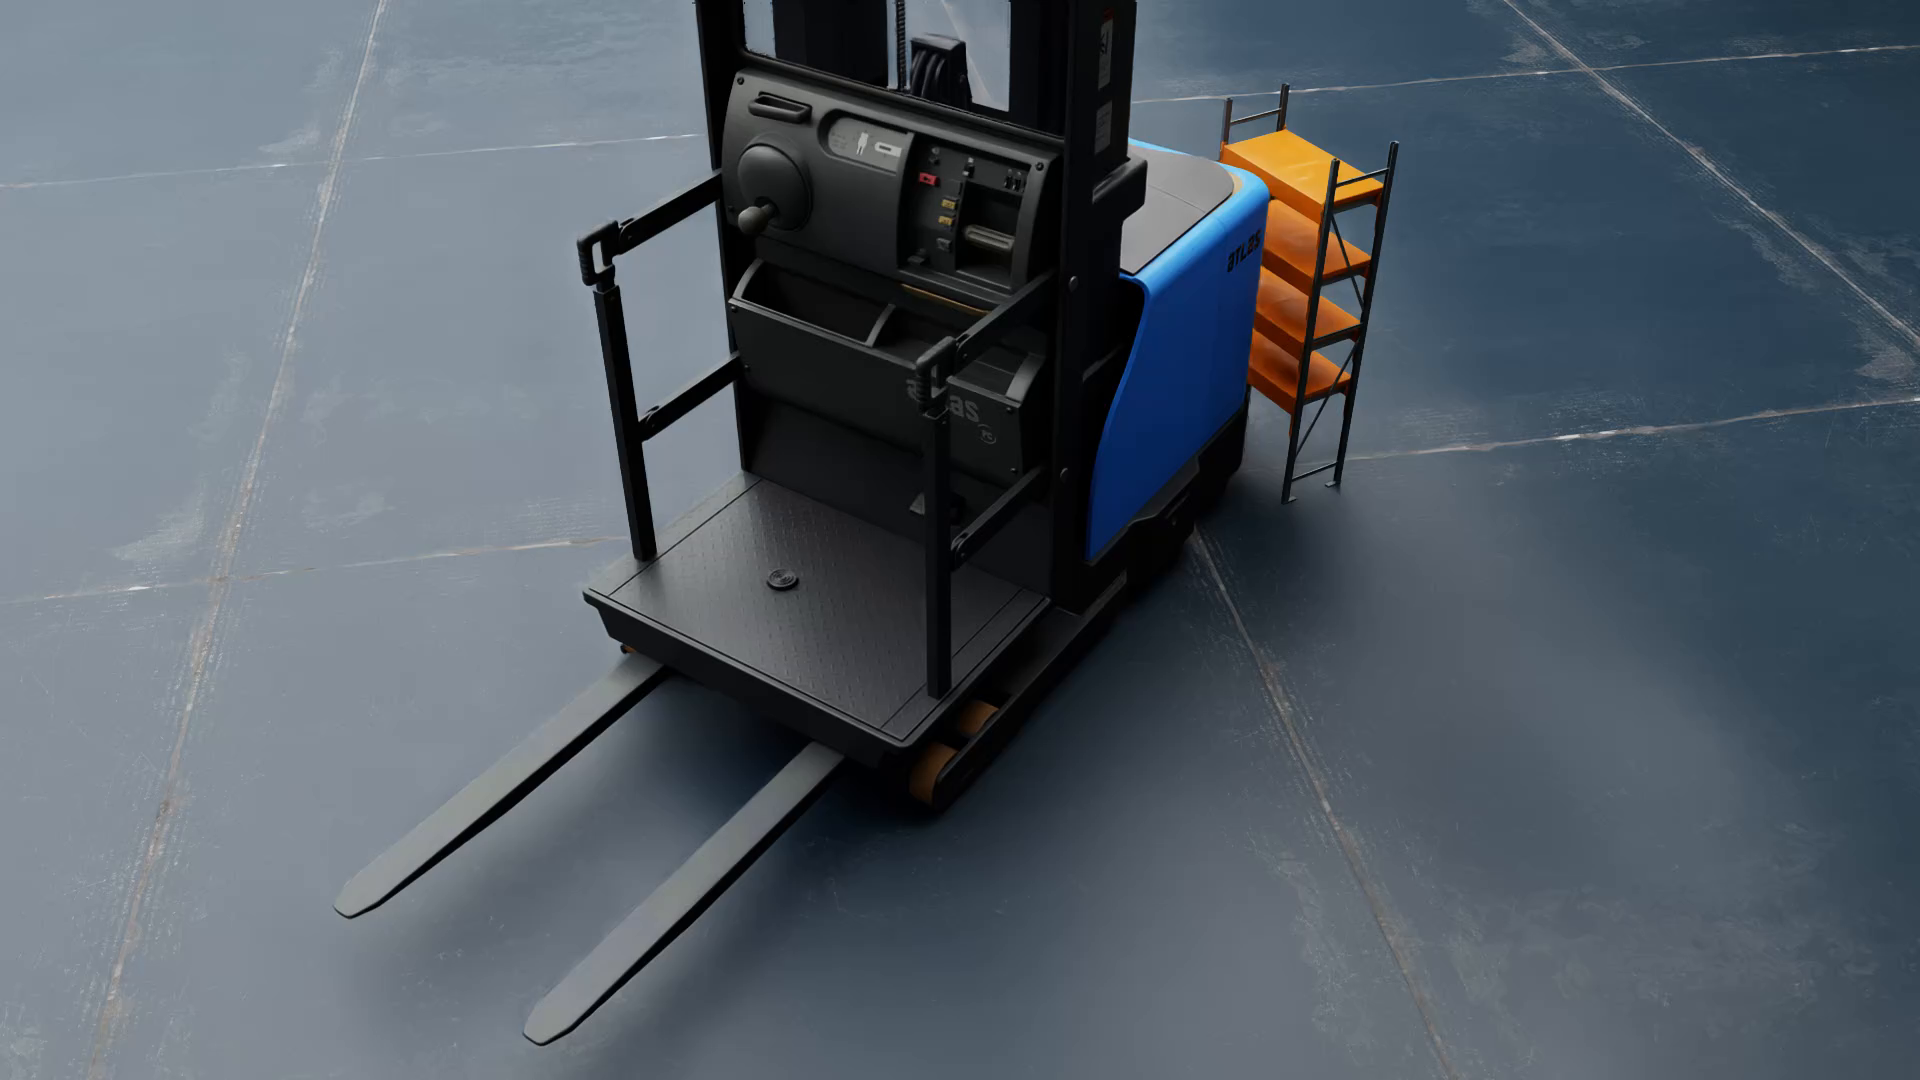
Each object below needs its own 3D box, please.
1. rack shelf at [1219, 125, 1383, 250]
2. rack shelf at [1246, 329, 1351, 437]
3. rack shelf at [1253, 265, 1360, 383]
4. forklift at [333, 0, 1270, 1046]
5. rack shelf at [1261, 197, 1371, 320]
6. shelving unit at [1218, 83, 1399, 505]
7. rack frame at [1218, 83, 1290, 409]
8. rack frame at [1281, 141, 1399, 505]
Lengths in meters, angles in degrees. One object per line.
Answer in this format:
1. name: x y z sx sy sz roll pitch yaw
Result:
1. rack shelf: 1.026 -1.069 5.007 0.258 0.148 0.480 -20 42 -24
2. rack shelf: 1.026 -0.548 5.411 0.258 0.148 0.480 -20 42 -24
3. rack shelf: 1.026 -0.705 5.289 0.258 0.148 0.480 -20 42 -24
4. forklift: -0.315 -0.797 3.886 1.130 2.935 3.031 22 43 26
5. rack shelf: 1.026 -0.882 5.152 0.258 0.148 0.480 -20 42 -24
6. shelving unit: 1.026 -0.758 5.248 0.258 1.200 0.503 -20 42 -24
7. rack frame: 0.903 -0.887 5.414 0.240 1.200 0.015 -20 42 -24
8. rack frame: 1.150 -0.629 5.082 0.240 1.200 0.015 -20 42 -24
